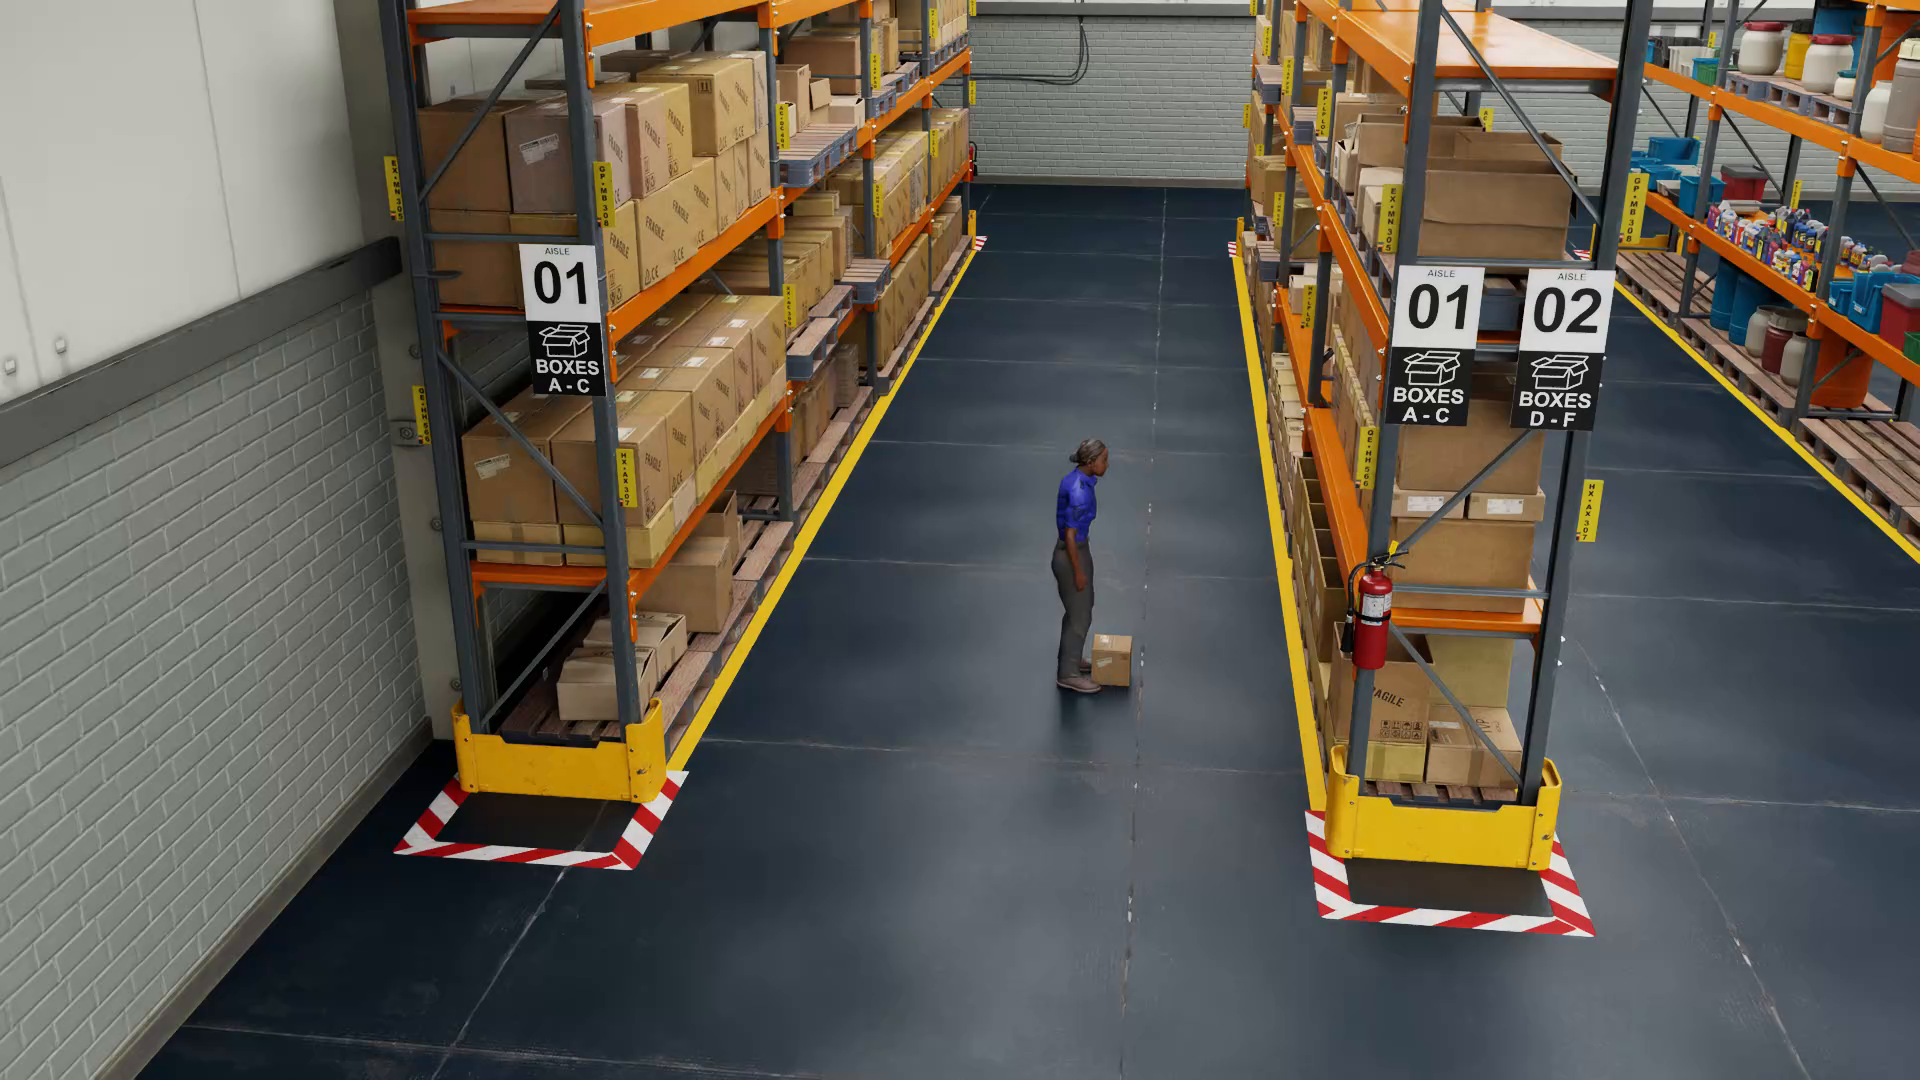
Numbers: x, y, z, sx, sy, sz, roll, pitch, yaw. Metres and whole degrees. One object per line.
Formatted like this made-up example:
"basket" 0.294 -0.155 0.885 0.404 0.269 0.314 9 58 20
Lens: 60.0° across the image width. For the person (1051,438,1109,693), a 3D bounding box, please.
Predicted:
"person" 0.766 0.136 10.742 0.350 1.654 0.503 3 21 6
